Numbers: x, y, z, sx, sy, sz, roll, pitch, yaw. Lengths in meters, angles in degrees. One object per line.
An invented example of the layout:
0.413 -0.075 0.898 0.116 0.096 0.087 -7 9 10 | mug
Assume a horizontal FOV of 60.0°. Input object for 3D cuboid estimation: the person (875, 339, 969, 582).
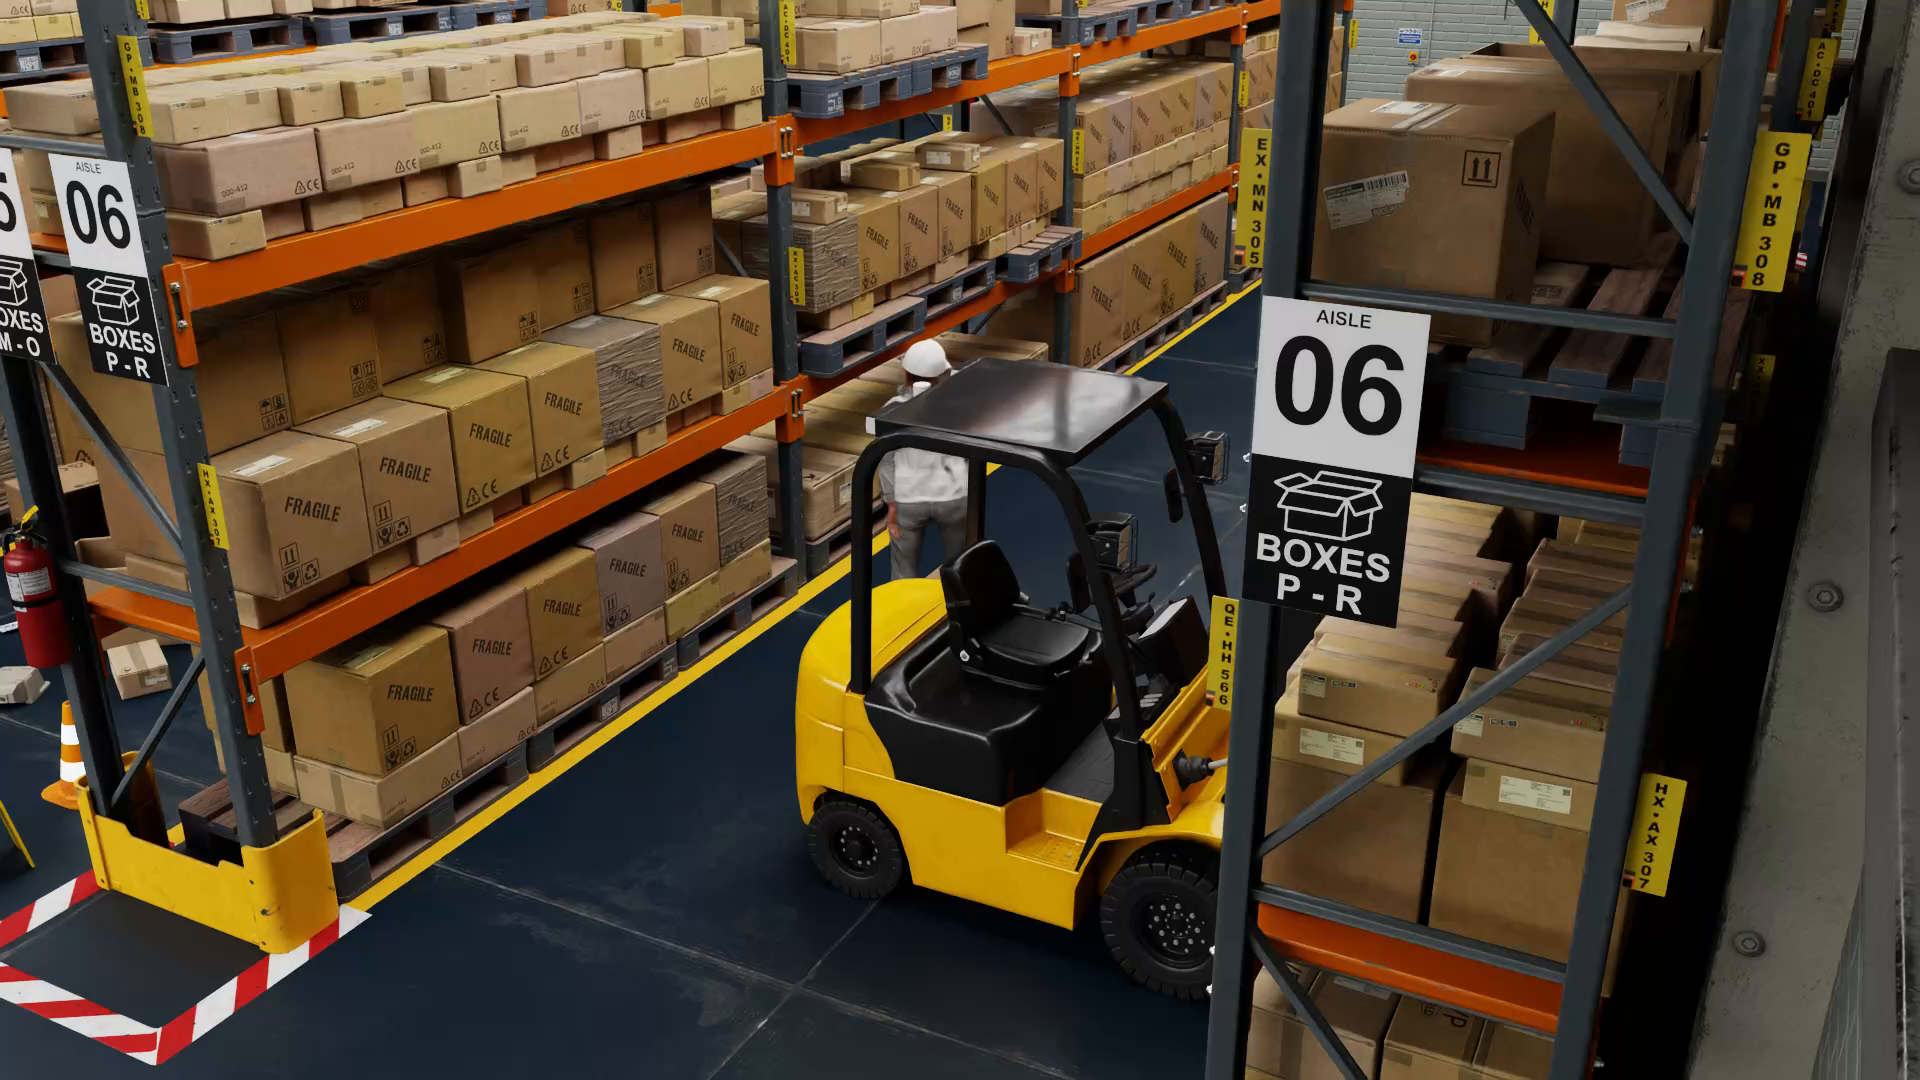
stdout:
-0.190 -0.228 9.046 0.571 1.777 0.376 -1 23 -3 | person
